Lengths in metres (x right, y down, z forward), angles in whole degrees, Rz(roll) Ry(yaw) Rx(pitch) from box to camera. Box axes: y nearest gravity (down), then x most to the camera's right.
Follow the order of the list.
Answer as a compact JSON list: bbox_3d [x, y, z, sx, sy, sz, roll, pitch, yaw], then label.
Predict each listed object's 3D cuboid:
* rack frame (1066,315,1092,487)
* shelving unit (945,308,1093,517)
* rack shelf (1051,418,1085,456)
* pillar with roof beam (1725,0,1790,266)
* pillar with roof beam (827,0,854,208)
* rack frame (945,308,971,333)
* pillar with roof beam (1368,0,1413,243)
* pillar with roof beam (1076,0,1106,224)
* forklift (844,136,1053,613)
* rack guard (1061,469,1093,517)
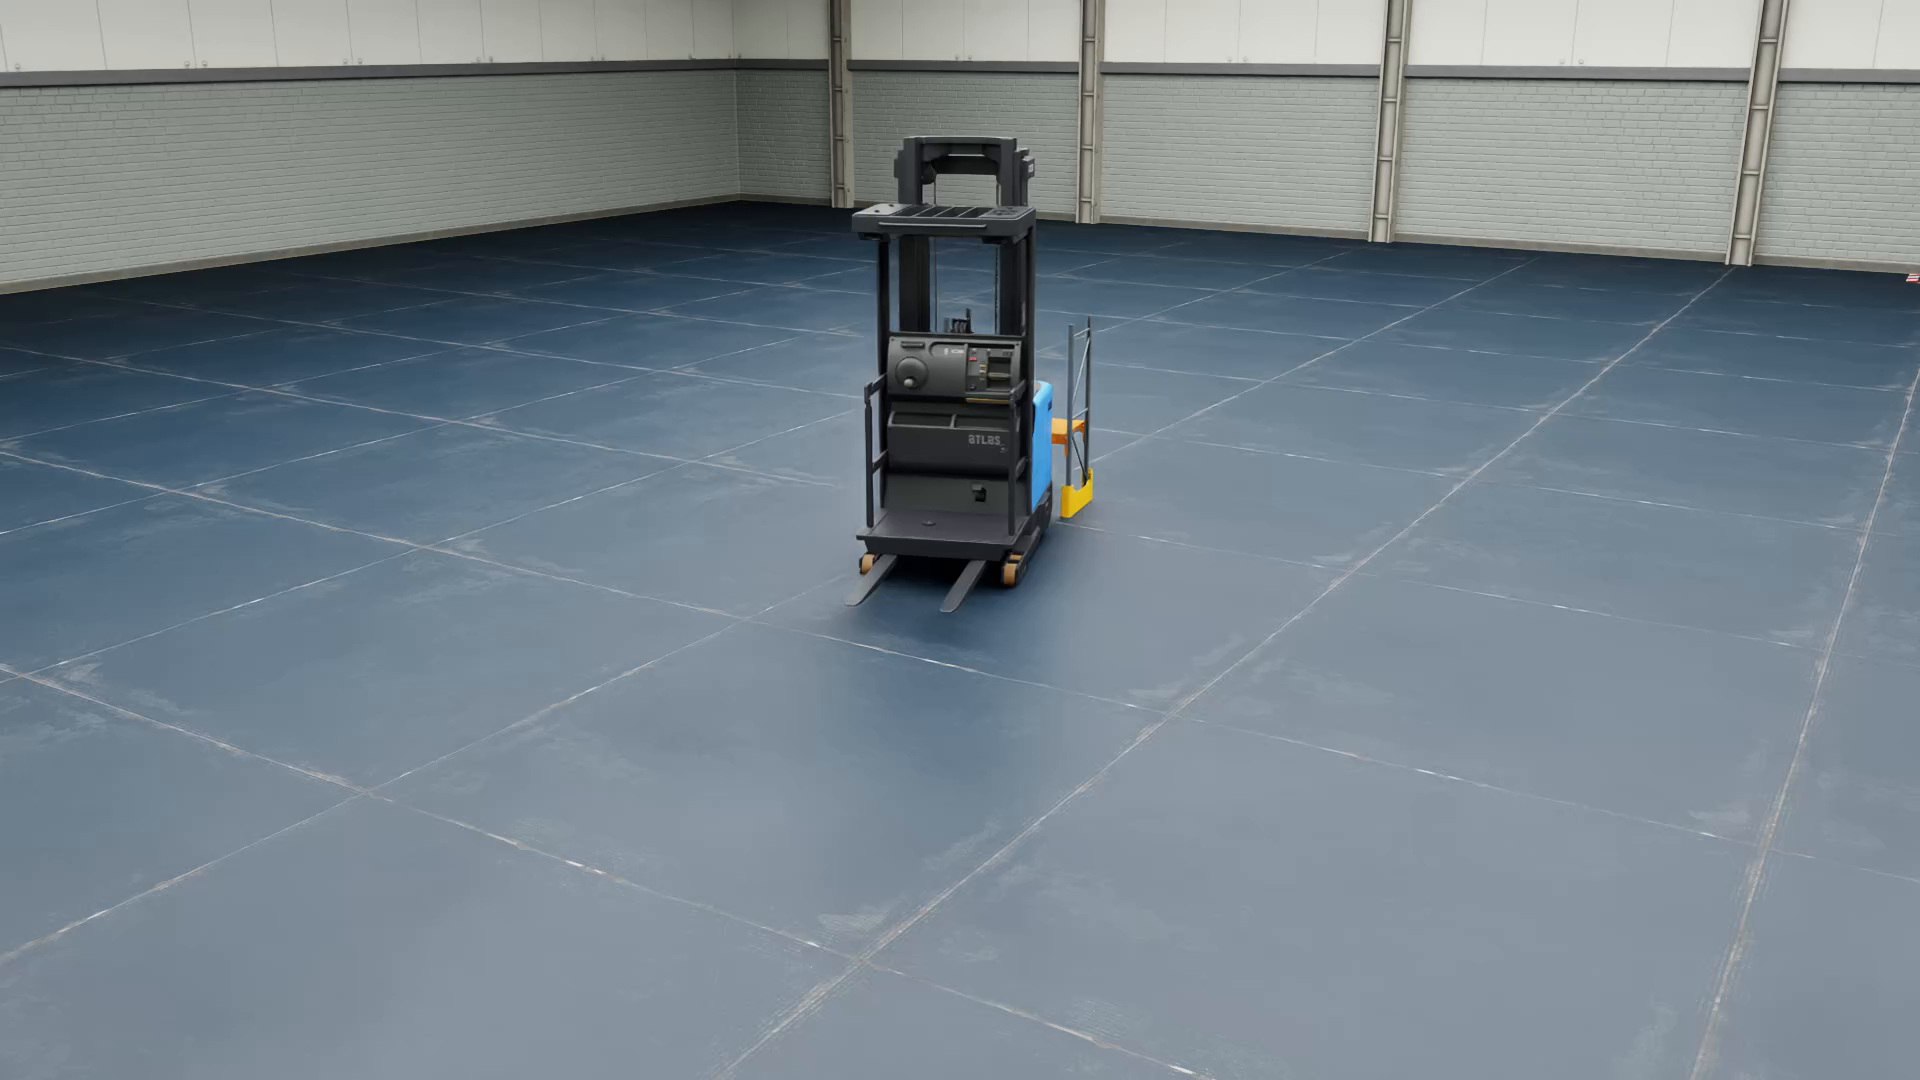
[{"bbox_3d":[0.930,-0.975,13.010,0.032,1.500,0.500,7,18,21],"label":"rack frame"},{"bbox_3d":[0.466,-1.029,13.187,1.083,1.500,0.587,7,18,21],"label":"shelving unit"},{"bbox_3d":[0.458,-0.858,13.243,1.000,0.185,0.538,7,18,21],"label":"rack shelf"},{"bbox_3d":[10.534,-7.767,22.468,0.400,9.000,9.100,10,20,30],"label":"pillar with roof beam"},{"bbox_3d":[-4.804,-10.505,31.481,0.400,9.000,9.100,10,20,30],"label":"pillar with roof beam"},{"bbox_3d":[-0.014,-1.084,13.370,0.032,1.500,0.500,7,18,21],"label":"rack frame"},{"bbox_3d":[5.422,-8.679,25.472,0.400,9.000,9.100,10,20,30],"label":"pillar with roof beam"},{"bbox_3d":[0.309,-9.592,28.477,0.400,9.000,9.100,10,20,30],"label":"pillar with roof beam"},{"bbox_3d":[-0.082,-1.198,11.282,1.130,2.935,3.031,3,17,11],"label":"forklift"},{"bbox_3d":[0.929,-0.377,13.192,0.087,0.250,0.587,7,18,21],"label":"rack guard"}]
